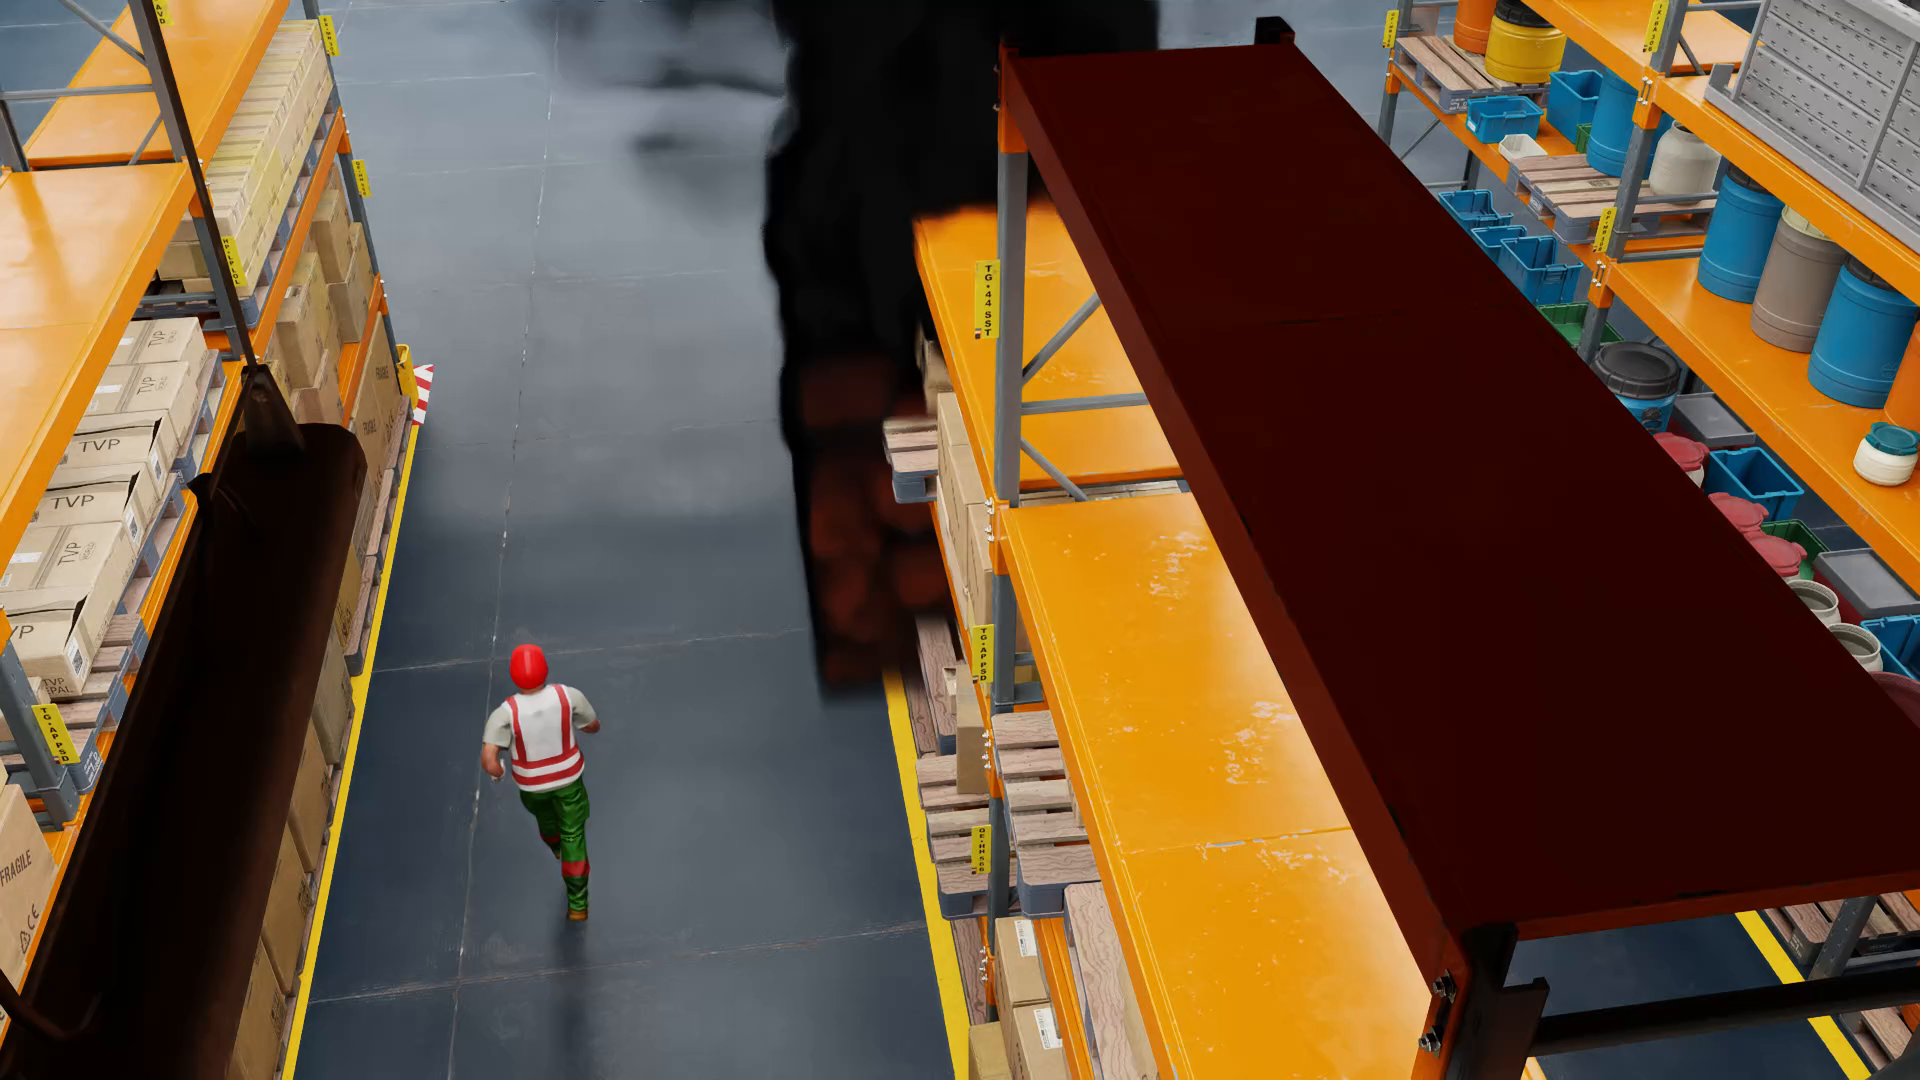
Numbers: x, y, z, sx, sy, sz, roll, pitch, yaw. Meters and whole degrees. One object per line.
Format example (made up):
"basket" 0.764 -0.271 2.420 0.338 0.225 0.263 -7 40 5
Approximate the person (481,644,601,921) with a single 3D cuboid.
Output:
"person" -2.359 1.385 9.580 0.661 1.838 0.914 -10 37 -13
